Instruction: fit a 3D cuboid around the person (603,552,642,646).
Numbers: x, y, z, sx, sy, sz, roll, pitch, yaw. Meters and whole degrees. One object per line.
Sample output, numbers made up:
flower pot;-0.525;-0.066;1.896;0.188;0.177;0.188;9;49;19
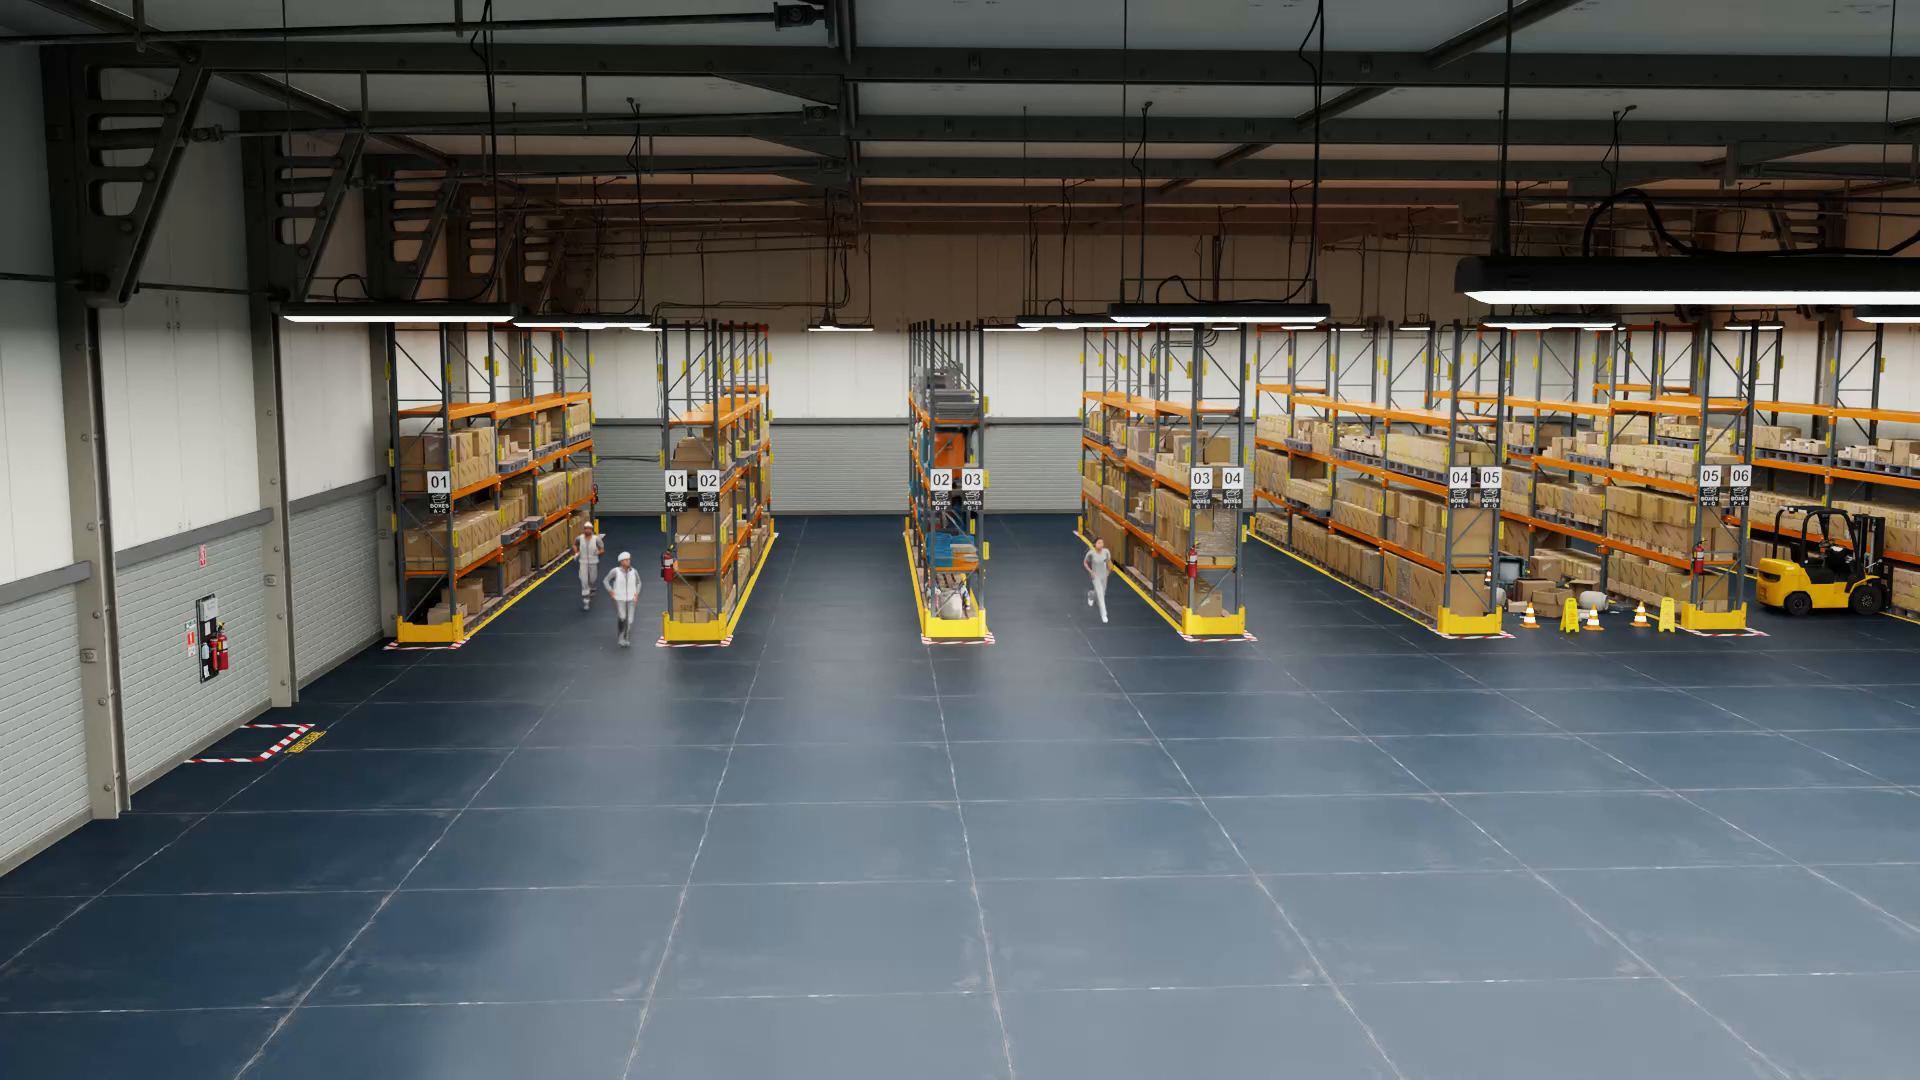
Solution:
person;-6.150;1.090;30.529;0.677;1.738;0.606;-4;8;-28

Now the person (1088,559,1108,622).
person;2.726;0.959;32.931;0.344;1.225;0.911;-2;7;-18

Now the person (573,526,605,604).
person;-7.780;0.487;34.874;0.652;1.654;0.821;-1;7;-11

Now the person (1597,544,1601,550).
person;16.866;-0.559;43.091;0.676;1.672;0.867;-3;7;-20
